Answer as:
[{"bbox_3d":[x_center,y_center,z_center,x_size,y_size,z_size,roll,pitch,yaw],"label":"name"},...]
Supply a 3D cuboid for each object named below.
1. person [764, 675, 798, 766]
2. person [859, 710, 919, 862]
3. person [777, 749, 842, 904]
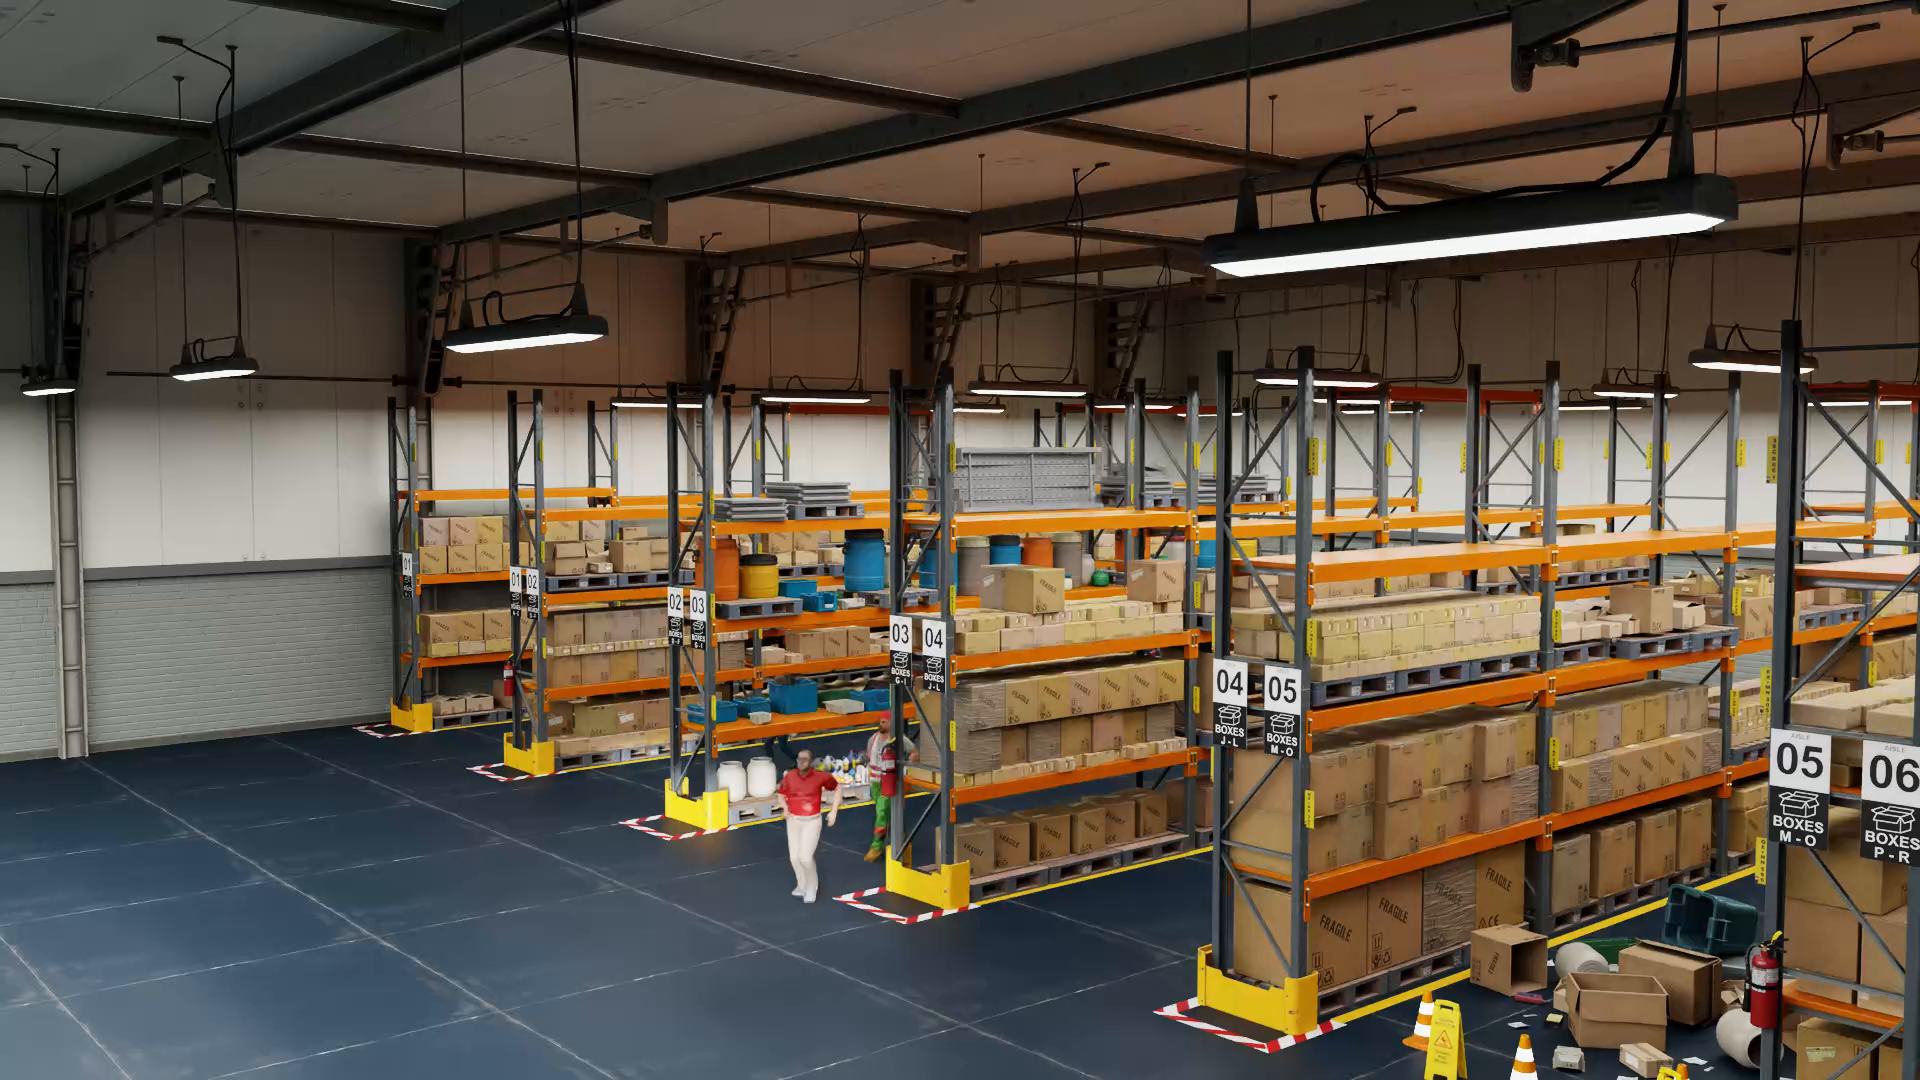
[{"bbox_3d":[-2.755,2.910,25.471,0.789,1.514,0.538,-3,4,-37],"label":"person"},{"bbox_3d":[-0.935,3.029,20.742,0.648,1.808,0.877,3,4,42],"label":"person"},{"bbox_3d":[-1.731,3.242,18.708,0.693,1.783,0.692,1,3,17],"label":"person"}]
